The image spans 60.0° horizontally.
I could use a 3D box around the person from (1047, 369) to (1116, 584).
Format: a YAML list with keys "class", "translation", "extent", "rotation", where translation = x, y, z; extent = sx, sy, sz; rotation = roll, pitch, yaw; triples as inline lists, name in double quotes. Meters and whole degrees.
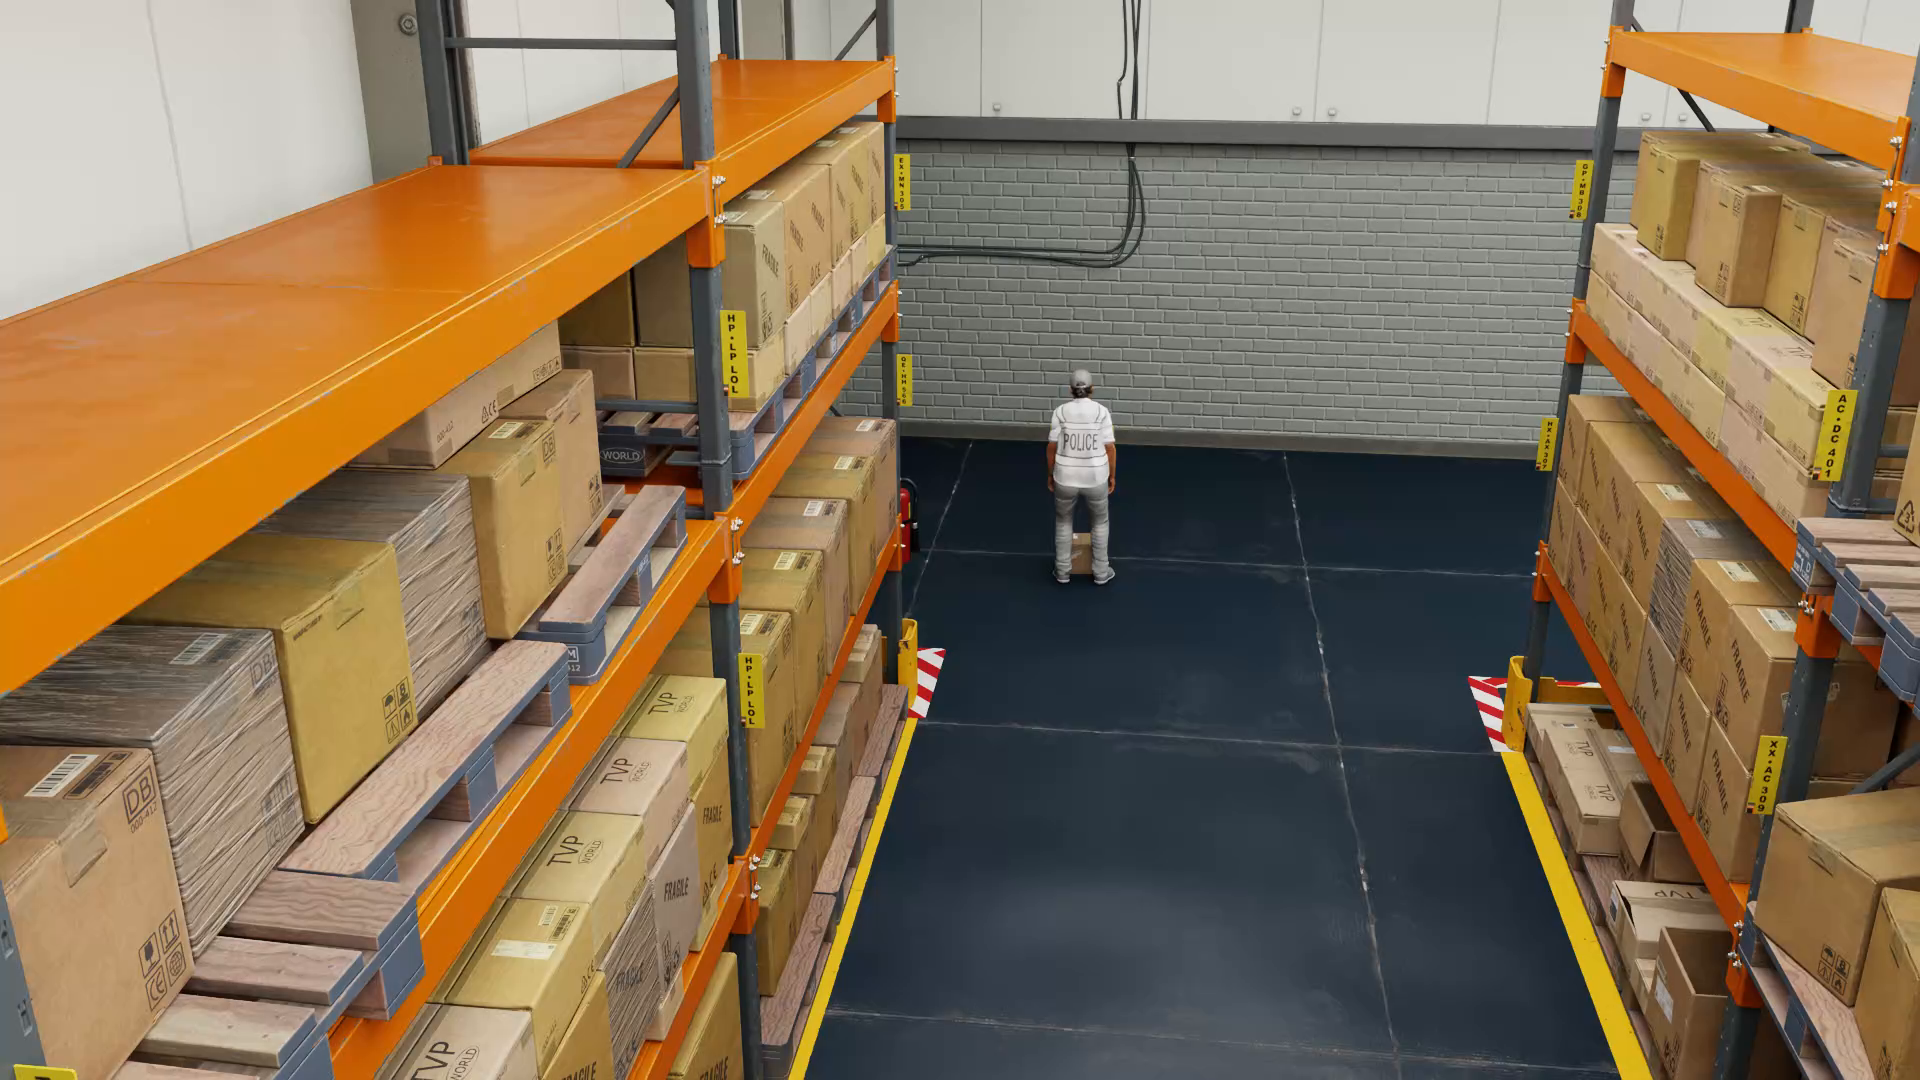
- class: "person"
  translation: [0.932, -0.474, 12.687]
  extent: [0.543, 1.666, 0.471]
  rotation: [2, 21, 6]
